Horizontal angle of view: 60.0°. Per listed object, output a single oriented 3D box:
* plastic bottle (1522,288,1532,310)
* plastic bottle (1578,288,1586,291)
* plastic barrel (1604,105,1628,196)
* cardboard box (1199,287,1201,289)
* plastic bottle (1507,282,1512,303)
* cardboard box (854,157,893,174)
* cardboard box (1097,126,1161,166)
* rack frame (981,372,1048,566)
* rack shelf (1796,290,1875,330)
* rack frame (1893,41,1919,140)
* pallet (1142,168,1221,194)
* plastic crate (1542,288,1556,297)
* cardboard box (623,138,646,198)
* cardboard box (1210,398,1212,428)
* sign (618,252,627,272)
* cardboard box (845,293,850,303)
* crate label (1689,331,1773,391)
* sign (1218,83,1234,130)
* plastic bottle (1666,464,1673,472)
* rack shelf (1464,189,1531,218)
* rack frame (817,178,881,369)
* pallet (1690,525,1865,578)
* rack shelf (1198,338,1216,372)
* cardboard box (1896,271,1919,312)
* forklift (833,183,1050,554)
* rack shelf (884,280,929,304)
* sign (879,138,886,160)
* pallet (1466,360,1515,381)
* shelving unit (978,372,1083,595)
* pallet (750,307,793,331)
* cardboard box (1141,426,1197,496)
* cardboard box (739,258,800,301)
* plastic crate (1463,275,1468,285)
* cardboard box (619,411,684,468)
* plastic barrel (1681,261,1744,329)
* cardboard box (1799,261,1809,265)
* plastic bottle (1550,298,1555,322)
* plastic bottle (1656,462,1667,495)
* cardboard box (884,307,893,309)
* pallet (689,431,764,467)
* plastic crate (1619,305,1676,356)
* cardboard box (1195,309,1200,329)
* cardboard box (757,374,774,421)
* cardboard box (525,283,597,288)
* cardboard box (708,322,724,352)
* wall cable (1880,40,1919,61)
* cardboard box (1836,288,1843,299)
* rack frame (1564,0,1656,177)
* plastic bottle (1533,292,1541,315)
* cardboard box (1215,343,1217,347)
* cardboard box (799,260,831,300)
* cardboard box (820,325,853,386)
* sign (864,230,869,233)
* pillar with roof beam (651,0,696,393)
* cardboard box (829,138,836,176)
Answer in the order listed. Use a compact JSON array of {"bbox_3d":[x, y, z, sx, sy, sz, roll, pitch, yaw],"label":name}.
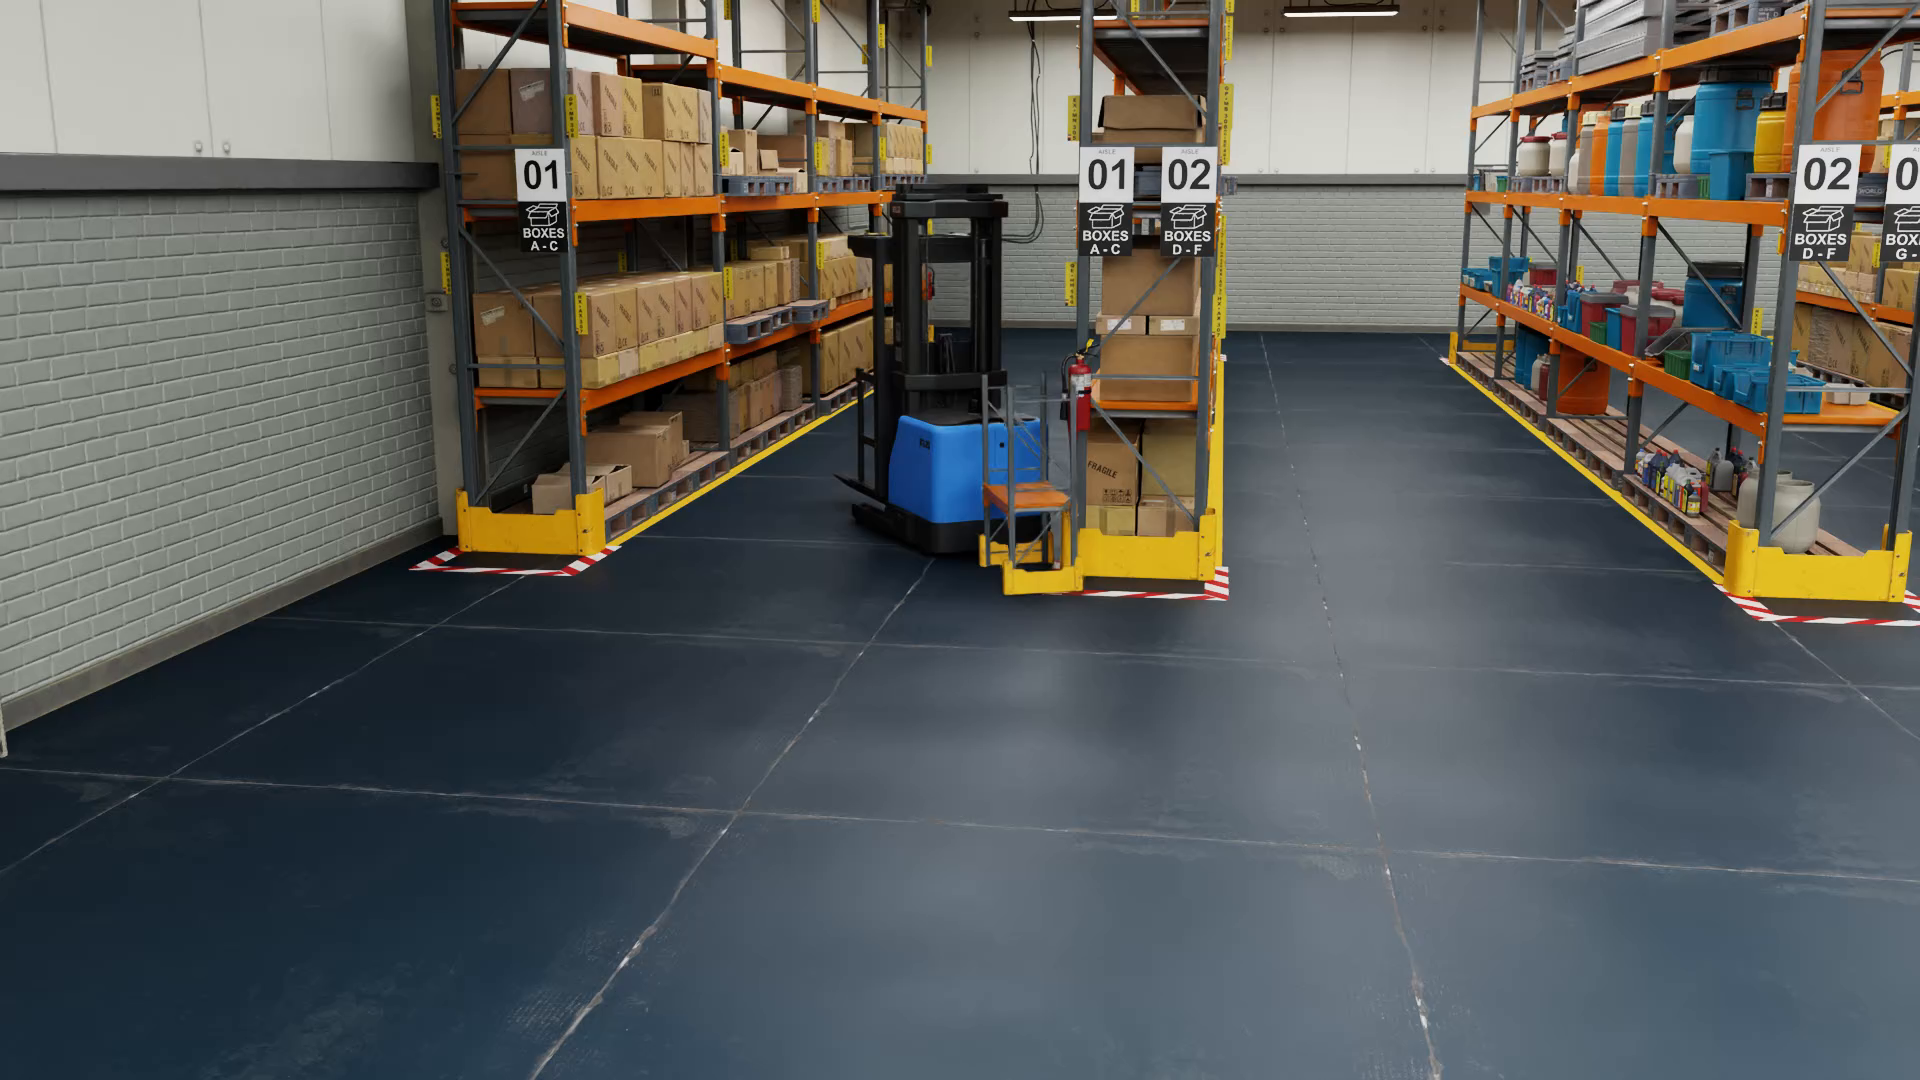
[{"bbox_3d":[7.488,-3.168,21.868,0.152,0.276,0.135,2,12,9],"label":"plastic bottle"},{"bbox_3d":[8.219,-3.192,21.977,0.152,0.276,0.135,2,12,9],"label":"plastic bottle"},{"bbox_3d":[6.949,-3.985,17.054,0.600,0.901,0.708,2,12,9],"label":"plastic barrel"},{"bbox_3d":[2.160,-2.352,16.011,0.380,0.149,0.250,2,12,9],"label":"cardboard box"},{"bbox_3d":[7.636,-3.434,23.086,0.061,0.283,0.133,2,12,9],"label":"plastic bottle"},{"bbox_3d":[-1.308,-5.657,25.126,0.500,0.250,0.500,2,12,8],"label":"cardboard box"},{"bbox_3d":[1.612,-3.501,14.427,0.797,0.503,0.637,3,13,15],"label":"cardboard box"},{"bbox_3d":[0.427,-0.544,12.932,0.500,1.500,0.032,-3,11,-9],"label":"rack frame"},{"bbox_3d":[13.316,-3.458,24.626,1.077,0.370,4.000,2,12,9],"label":"rack shelf"},{"bbox_3d":[13.008,-6.326,21.987,1.000,3.000,0.127,2,12,9],"label":"rack frame"},{"bbox_3d":[1.694,-3.041,14.075,1.003,0.211,1.213,2,12,9],"label":"pallet"},{"bbox_3d":[8.327,-3.546,23.813,0.396,0.136,0.243,2,12,9],"label":"plastic crate"},{"bbox_3d":[-3.028,-3.182,14.234,0.500,0.500,0.500,2,12,11],"label":"cardboard box"},{"bbox_3d":[2.382,-1.367,17.415,0.500,0.311,0.500,2,12,8],"label":"cardboard box"},{"bbox_3d":[-3.454,-2.793,17.083,0.100,0.325,0.005,2,12,9],"label":"sign"},{"bbox_3d":[-1.738,-3.364,23.033,0.380,0.149,0.250,2,12,10],"label":"cardboard box"},{"bbox_3d":[6.284,-1.465,13.587,0.502,0.435,0.616,2,12,9],"label":"crate label"},{"bbox_3d":[1.922,-3.130,12.015,0.100,0.325,0.005,2,12,9],"label":"sign"},{"bbox_3d":[6.335,-0.544,14.830,0.097,0.271,0.097,0,12,0],"label":"plastic bottle"},{"bbox_3d":[8.422,-5.085,25.055,1.077,0.370,4.000,2,12,9],"label":"rack shelf"},{"bbox_3d":[-1.675,-3.875,24.853,1.000,3.000,0.127,2,12,9],"label":"rack frame"},{"bbox_3d":[6.364,0.121,12.930,1.003,0.211,1.213,2,12,9],"label":"pallet"},{"bbox_3d":[2.298,-2.114,18.392,1.077,0.370,4.000,2,12,9],"label":"rack shelf"},{"bbox_3d":[12.614,-3.250,21.716,0.500,0.500,0.500,2,12,9],"label":"cardboard box"},{"bbox_3d":[-0.311,-1.588,14.405,1.130,2.935,3.031,-5,13,-23],"label":"forklift"},{"bbox_3d":[-1.367,-3.939,26.860,1.077,0.370,4.000,2,12,9],"label":"rack shelf"},{"bbox_3d":[-1.137,-5.732,24.377,0.100,0.325,0.005,2,12,9],"label":"sign"},{"bbox_3d":[8.374,-2.600,25.555,1.003,0.211,1.213,2,12,9],"label":"pallet"},{"bbox_3d":[0.508,-0.452,12.449,0.587,1.500,1.083,-3,11,-9],"label":"shelving unit"},{"bbox_3d":[-2.554,-2.535,19.091,1.003,0.211,1.213,2,12,9],"label":"pallet"},{"bbox_3d":[1.752,-0.653,13.655,0.500,0.500,0.500,2,12,9],"label":"cardboard box"},{"bbox_3d":[-2.353,-3.208,20.477,0.700,0.500,0.500,0,12,2],"label":"cardboard box"},{"bbox_3d":[8.235,-4.182,26.762,0.250,0.136,0.298,2,12,9],"label":"plastic crate"},{"bbox_3d":[-3.025,-0.985,16.334,0.500,0.500,0.500,1,12,4],"label":"cardboard box"},{"bbox_3d":[7.243,-2.204,15.911,0.600,0.901,0.708,2,12,9],"label":"plastic barrel"},{"bbox_3d":[13.206,-4.469,25.482,0.500,0.500,0.500,2,12,7],"label":"cardboard box"},{"bbox_3d":[7.140,-2.762,19.967,0.061,0.283,0.133,2,12,9],"label":"plastic bottle"},{"bbox_3d":[6.254,-0.549,14.823,0.061,0.283,0.133,2,12,11],"label":"plastic bottle"},{"bbox_3d":[-1.247,-3.891,28.327,0.380,0.149,0.250,2,12,9],"label":"cardboard box"},{"bbox_3d":[-2.787,-1.008,18.171,1.003,0.211,1.213,2,12,9],"label":"pallet"},{"bbox_3d":[6.656,-2.030,16.143,0.402,0.464,0.583,2,12,9],"label":"plastic crate"},{"bbox_3d":[1.726,-1.765,13.284,0.380,0.149,0.250,2,12,9],"label":"cardboard box"},{"bbox_3d":[-2.592,-1.676,19.539,0.700,0.500,0.500,2,12,8],"label":"cardboard box"},{"bbox_3d":[-3.496,-1.997,14.668,0.500,0.500,0.500,2,12,7],"label":"cardboard box"},{"bbox_3d":[-2.679,-2.037,16.636,0.500,0.250,0.500,2,12,9],"label":"cardboard box"},{"bbox_3d":[17.899,-9.797,30.455,2.277,5.999,0.120,2,12,9],"label":"wall cable"},{"bbox_3d":[12.889,-3.559,23.983,0.380,0.149,0.250,2,12,10],"label":"cardboard box"},{"bbox_3d":[7.499,-5.654,18.868,1.000,3.000,0.127,2,12,9],"label":"rack frame"},{"bbox_3d":[7.315,-3.000,21.071,0.061,0.283,0.133,2,12,9],"label":"plastic bottle"},{"bbox_3d":[3.343,-2.493,23.333,0.500,0.500,0.500,2,12,9],"label":"cardboard box"},{"bbox_3d":[-1.963,-3.339,21.376,0.500,0.500,0.500,2,12,10],"label":"cardboard box"},{"bbox_3d":[-1.906,-2.527,22.707,0.750,0.750,0.750,2,12,8],"label":"cardboard box"},{"bbox_3d":[-1.607,-5.189,28.706,0.100,0.325,0.005,2,12,9],"label":"sign"},{"bbox_3d":[0.909,-5.593,18.584,9.100,9.000,0.400,2,12,9],"label":"pillar with roof beam"},{"bbox_3d":[-2.081,-5.205,22.625,0.700,0.500,0.500,2,12,9],"label":"cardboard box"}]
